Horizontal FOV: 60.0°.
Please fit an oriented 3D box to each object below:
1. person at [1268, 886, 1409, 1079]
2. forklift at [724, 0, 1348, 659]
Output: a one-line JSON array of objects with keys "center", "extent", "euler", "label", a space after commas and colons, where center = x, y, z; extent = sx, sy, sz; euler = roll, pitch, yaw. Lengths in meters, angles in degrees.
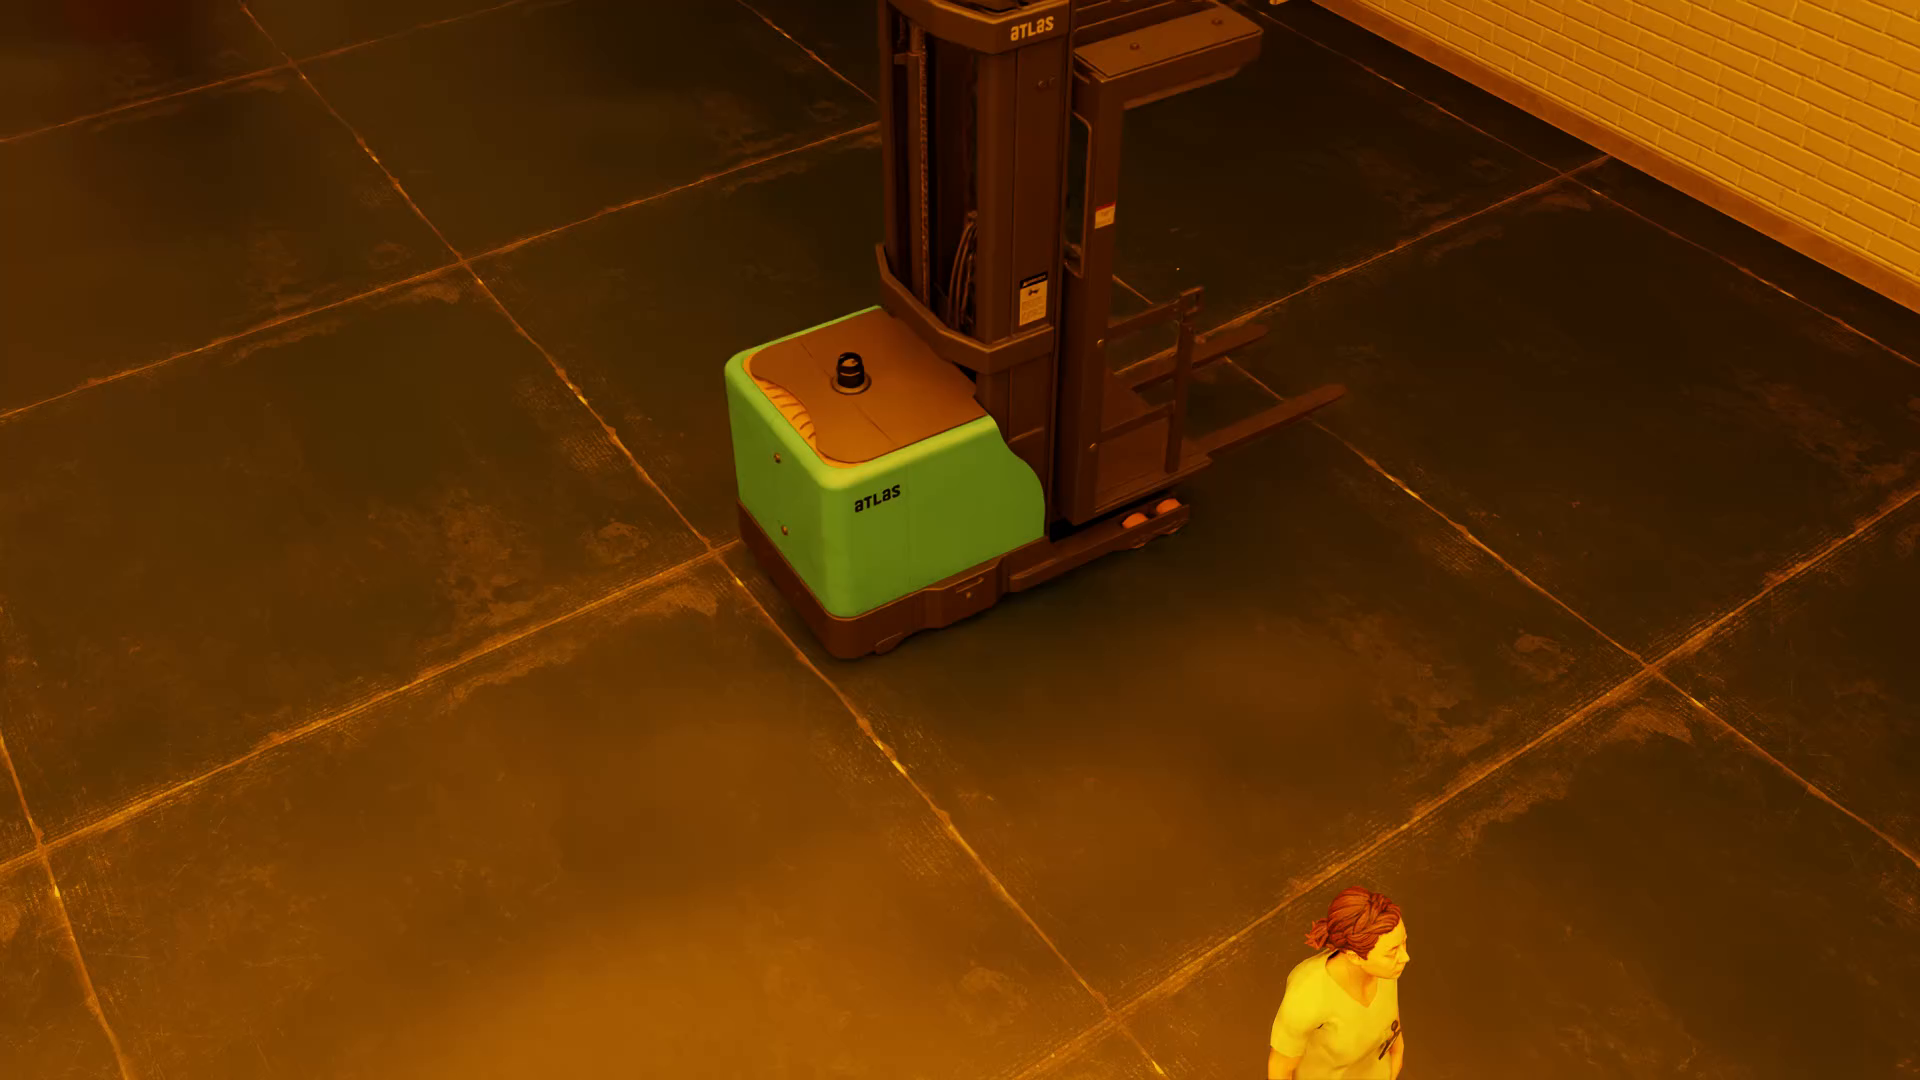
[{"center": [1.127, 1.650, 4.840], "extent": [0.550, 1.673, 0.548], "euler": [-30, 50, -28], "label": "person"}, {"center": [0.492, -1.322, 7.150], "extent": [3.031, 2.935, 1.130], "euler": [-23, 47, -23], "label": "forklift"}]
